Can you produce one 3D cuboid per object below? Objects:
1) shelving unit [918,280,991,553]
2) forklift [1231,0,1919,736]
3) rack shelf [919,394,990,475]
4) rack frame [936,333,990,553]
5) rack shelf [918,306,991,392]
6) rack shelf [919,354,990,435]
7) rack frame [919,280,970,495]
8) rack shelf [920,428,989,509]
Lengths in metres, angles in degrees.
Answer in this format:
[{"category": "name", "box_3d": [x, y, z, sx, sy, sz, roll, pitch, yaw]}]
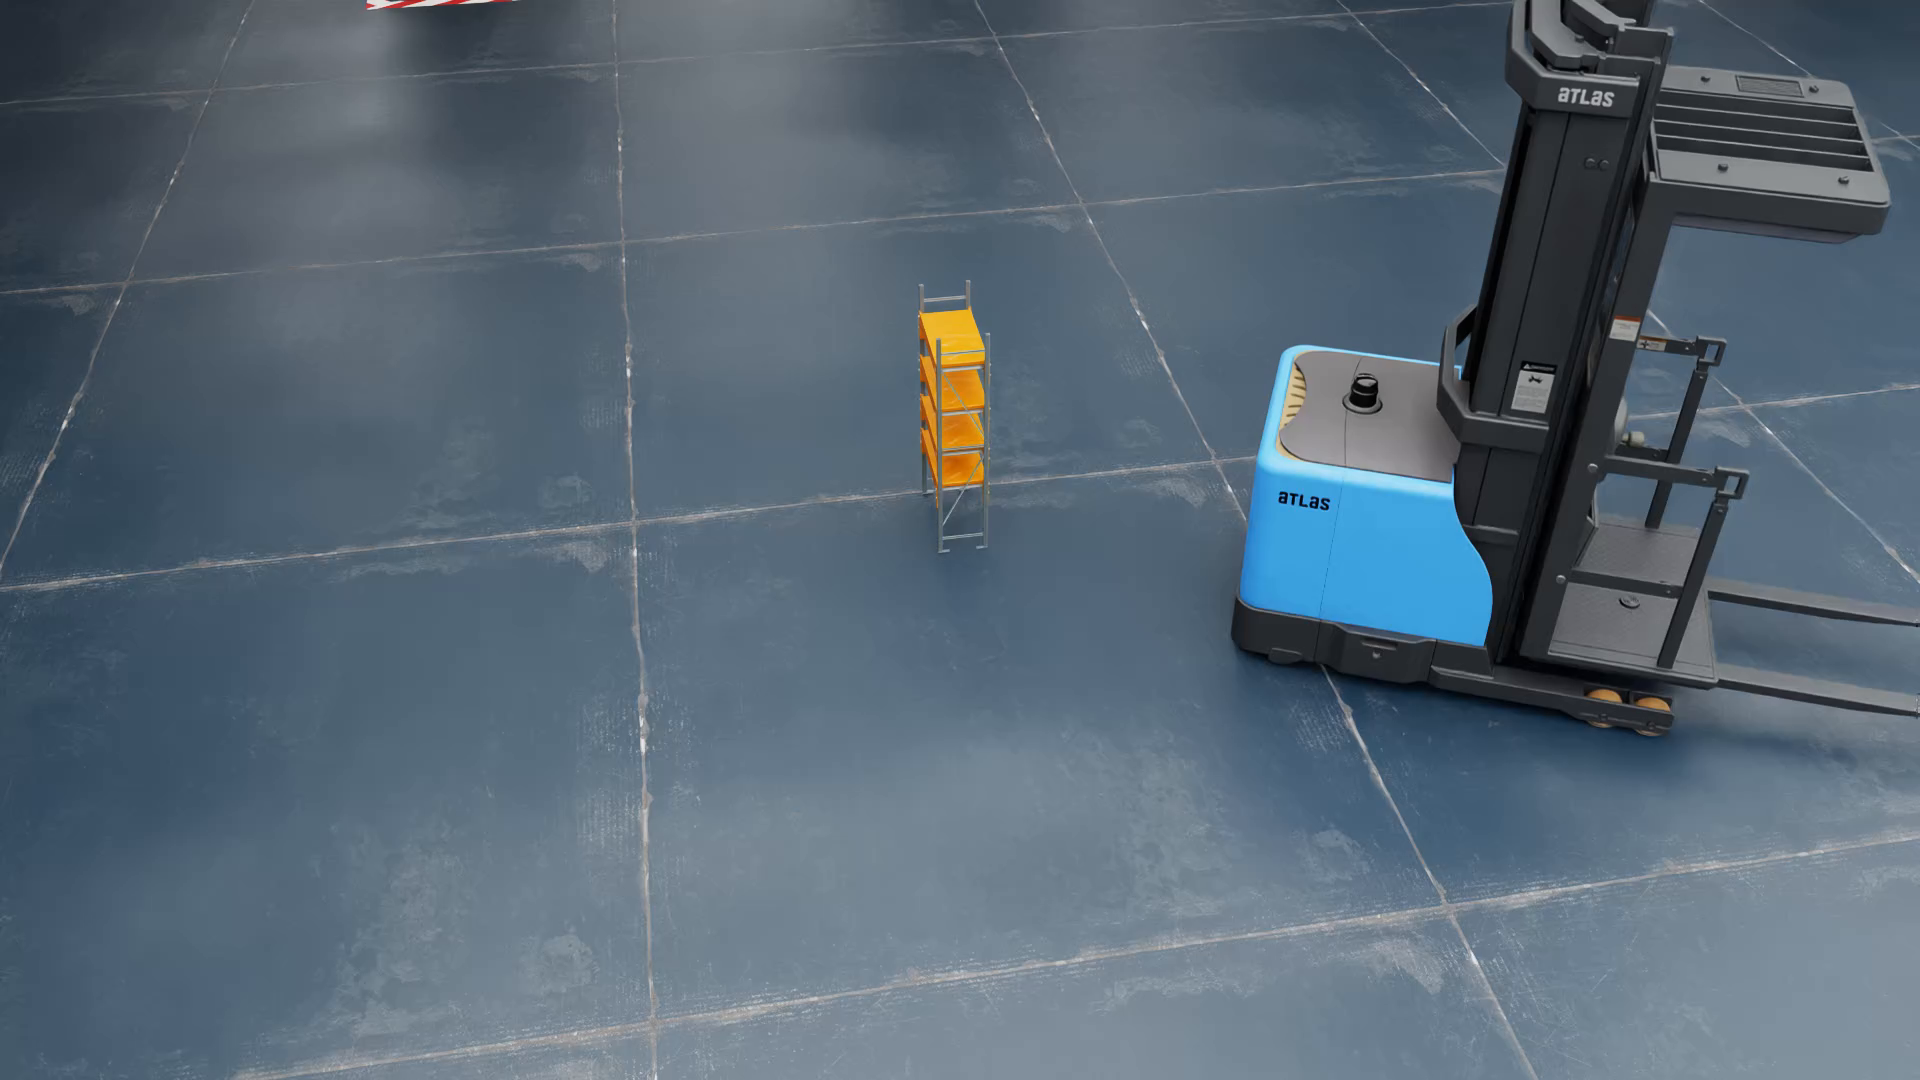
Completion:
[{"category": "shelving unit", "box_3d": [-0.029, -0.574, 7.911, 0.258, 1.200, 0.503, -6, 38, -8]}, {"category": "forklift", "box_3d": [2.794, -0.687, 6.645, 3.031, 2.935, 1.130, 10, 39, 12]}, {"category": "rack shelf", "box_3d": [-0.029, -0.521, 7.952, 0.258, 0.148, 0.480, -6, 38, -8]}, {"category": "rack frame", "box_3d": [0.014, -0.426, 7.721, 0.240, 1.200, 0.015, -6, 38, -8]}, {"category": "rack shelf", "box_3d": [-0.029, -0.884, 7.669, 0.258, 0.148, 0.480, -6, 38, -8]}, {"category": "rack shelf", "box_3d": [-0.029, -0.697, 7.815, 0.258, 0.148, 0.480, -6, 38, -8]}, {"category": "rack frame", "box_3d": [-0.072, -0.721, 8.100, 0.240, 1.200, 0.015, -6, 38, -8]}, {"category": "rack shelf", "box_3d": [-0.029, -0.364, 8.074, 0.258, 0.148, 0.480, -6, 38, -8]}]
